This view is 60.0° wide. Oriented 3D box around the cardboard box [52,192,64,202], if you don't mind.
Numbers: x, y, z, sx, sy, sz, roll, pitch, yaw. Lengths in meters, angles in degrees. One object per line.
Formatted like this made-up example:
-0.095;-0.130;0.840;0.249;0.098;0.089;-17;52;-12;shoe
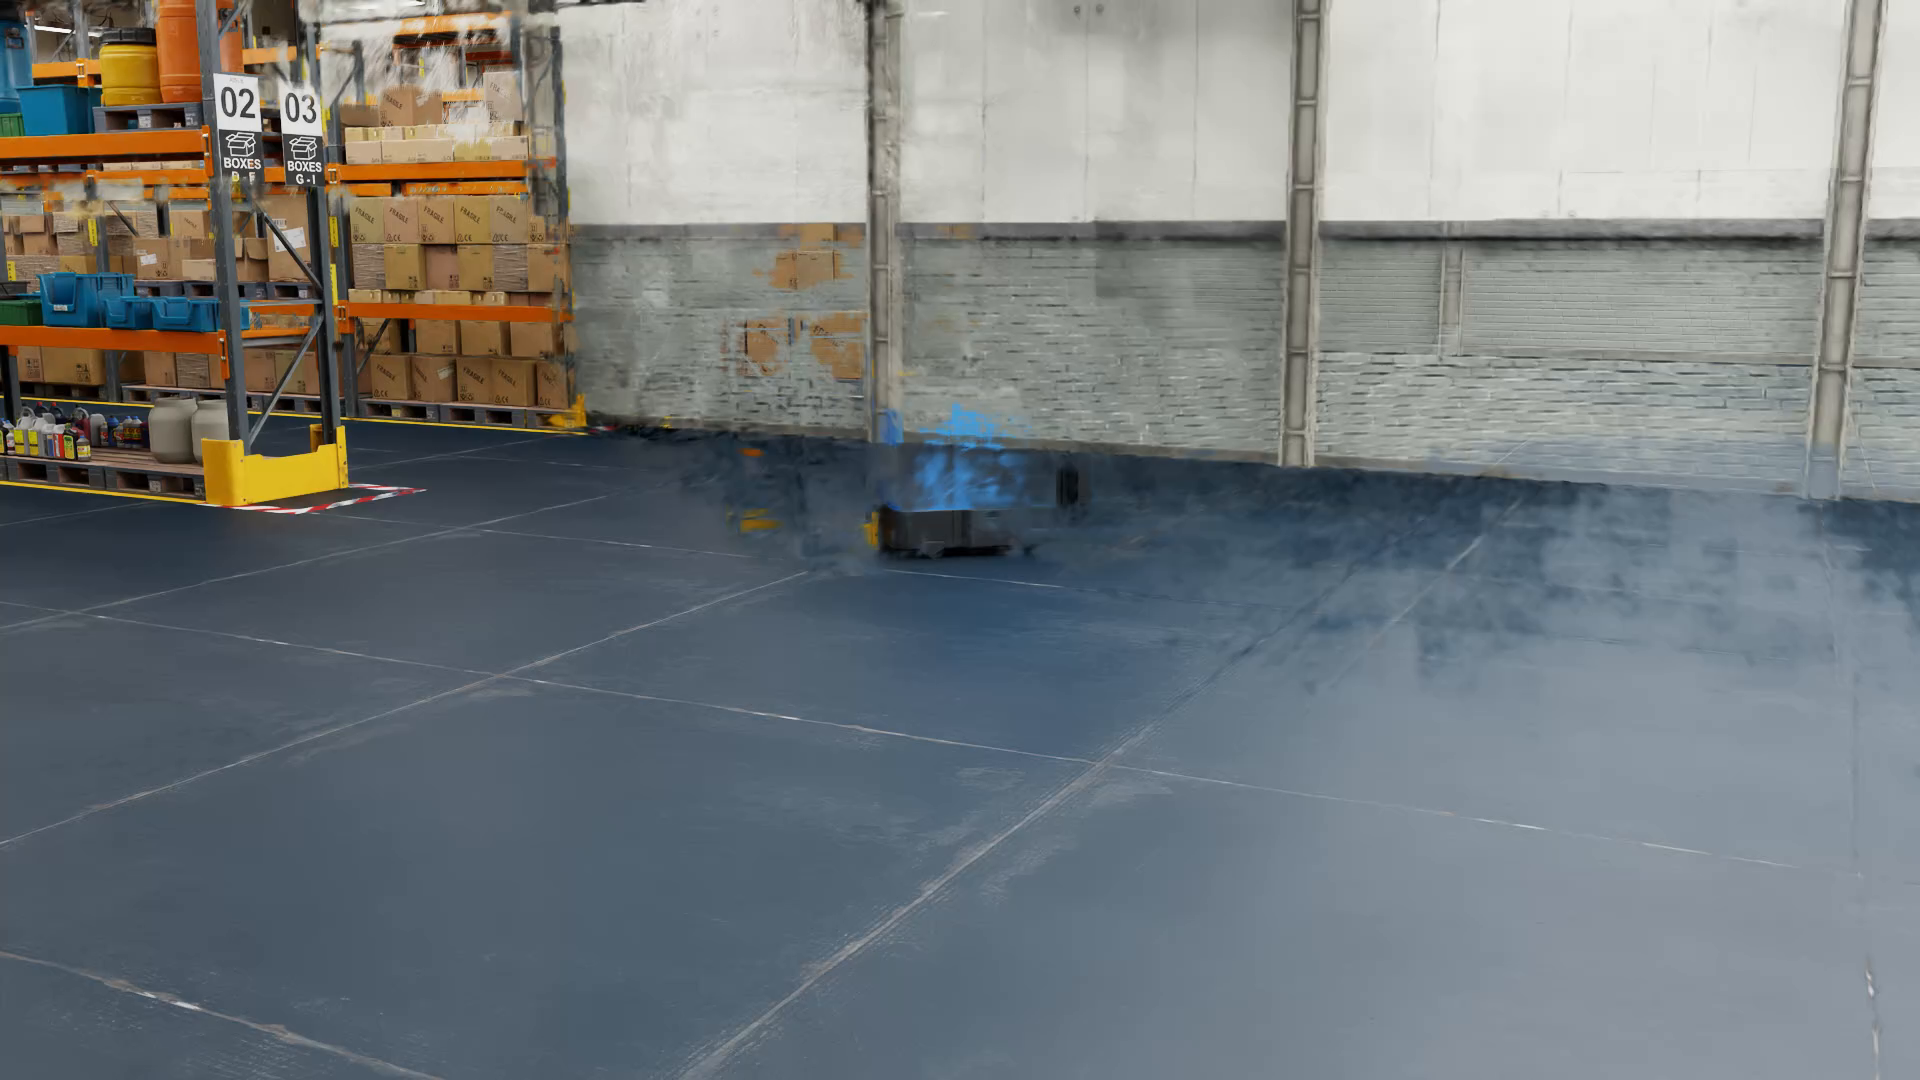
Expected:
-3.124;-6.528;28.291;0.500;0.250;0.500;5;11;25;cardboard box

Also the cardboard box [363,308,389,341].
0.624;-5.252;31.548;0.500;0.500;0.500;5;12;27;cardboard box

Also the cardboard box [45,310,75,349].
-2.055;-4.642;27.338;0.500;0.500;0.500;5;11;26;cardboard box

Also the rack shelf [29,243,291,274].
-0.532;-5.490;26.737;4.000;0.370;1.077;5;11;26;rack shelf

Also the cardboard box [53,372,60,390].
-6.491;-4.811;35.228;0.500;0.500;0.500;5;11;25;cardboard box

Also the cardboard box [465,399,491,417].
2.451;-3.884;30.809;0.500;0.250;0.500;5;11;26;cardboard box

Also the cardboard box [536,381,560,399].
3.124;-4.173;31.002;0.500;0.250;0.500;5;12;27;cardboard box

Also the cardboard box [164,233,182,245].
-0.085;-5.629;26.193;0.250;0.149;0.380;5;11;25;cardboard box

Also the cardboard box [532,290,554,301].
3.248;-5.578;30.692;0.250;0.149;0.380;5;11;25;cardboard box

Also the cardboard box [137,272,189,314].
-0.247;-4.968;26.332;0.500;0.500;0.700;5;11;25;cardboard box

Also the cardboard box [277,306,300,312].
-1.151;-5.528;32.367;0.500;0.250;0.500;5;11;24;cardboard box

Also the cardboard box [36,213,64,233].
-2.052;-5.995;27.097;0.500;0.250;0.500;5;11;25;cardboard box

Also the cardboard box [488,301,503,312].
2.777;-5.369;30.373;0.250;0.149;0.380;5;12;27;cardboard box

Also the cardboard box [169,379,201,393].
-0.155;-3.812;26.483;0.250;0.149;0.380;5;12;27;cardboard box

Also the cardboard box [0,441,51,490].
-1.434;-2.716;24.822;0.637;0.503;0.797;-2;11;-14;cardboard box

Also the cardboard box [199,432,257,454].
0.396;-3.086;26.401;0.500;0.250;0.500;5;11;26;cardboard box

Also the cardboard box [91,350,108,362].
-1.478;-4.273;27.121;0.250;0.149;0.380;5;12;28;cardboard box

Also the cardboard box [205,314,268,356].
0.653;-4.404;26.027;0.500;0.500;0.500;5;11;25;cardboard box

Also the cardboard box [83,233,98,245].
-1.467;-5.756;26.896;0.250;0.149;0.380;5;12;28;cardboard box

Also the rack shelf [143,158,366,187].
-1.926;-7.877;32.628;4.000;0.370;1.077;5;11;26;rack shelf

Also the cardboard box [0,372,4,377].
-8.257;-4.835;36.020;0.258;0.266;0.396;5;12;28;cardboard box

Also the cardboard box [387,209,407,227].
1.064;-6.818;30.977;0.258;0.266;0.396;5;11;24;cardboard box

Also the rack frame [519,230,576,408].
3.454;-5.003;30.451;0.127;3.000;1.000;5;11;26;rack frame

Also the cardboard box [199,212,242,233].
0.683;-5.756;25.774;0.500;0.250;0.500;5;11;25;cardboard box

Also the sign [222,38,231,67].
0.997;-7.612;24.956;0.005;0.325;0.100;5;11;26;sign

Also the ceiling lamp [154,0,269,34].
-0.981;-10.781;29.139;2.000;3.185;0.800;5;11;26;ceiling lamp

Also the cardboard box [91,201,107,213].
-1.240;-6.118;26.658;0.250;0.149;0.380;5;11;24;cardboard box

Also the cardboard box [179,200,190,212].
0.171;-6.006;26.037;0.250;0.149;0.380;5;11;26;cardboard box

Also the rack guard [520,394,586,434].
3.476;-3.771;30.663;0.348;0.500;1.175;5;11;26;rack guard

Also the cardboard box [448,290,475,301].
2.085;-5.577;30.687;0.250;0.149;0.380;5;12;27;cardboard box

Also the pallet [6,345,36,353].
-4.120;-4.596;28.743;1.213;0.211;1.003;5;11;26;pallet

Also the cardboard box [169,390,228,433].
-0.042;-3.495;26.552;0.500;0.500;0.500;6;12;28;cardboard box

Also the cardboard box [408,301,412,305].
1.172;-5.514;31.172;0.250;0.149;0.380;5;11;24;cardboard box

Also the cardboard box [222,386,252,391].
0.168;-3.583;27.038;0.500;0.500;0.500;5;11;24;cardboard box

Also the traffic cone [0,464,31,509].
-0.686;-2.432;23.367;0.334;0.463;0.336;5;11;26;traffic cone

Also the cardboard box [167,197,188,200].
-3.178;-7.318;33.081;0.500;0.500;0.500;5;11;26;cardboard box

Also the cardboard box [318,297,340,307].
-0.537;-5.678;32.078;0.250;0.149;0.380;5;12;28;cardboard box

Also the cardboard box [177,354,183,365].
-0.077;-4.166;26.529;0.250;0.149;0.380;5;11;27;cardboard box

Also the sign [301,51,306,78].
1.501;-7.747;25.923;0.005;0.325;0.100;5;11;26;sign

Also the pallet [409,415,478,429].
1.660;-3.781;31.527;1.213;0.211;1.003;5;11;26;pallet

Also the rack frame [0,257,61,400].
-7.307;-5.949;35.675;0.127;3.000;1.000;5;11;26;rack frame

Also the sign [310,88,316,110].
-0.362;-8.681;31.084;0.005;0.325;0.100;5;11;26;sign

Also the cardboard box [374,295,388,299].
0.714;-5.699;31.358;0.250;0.149;0.380;5;12;27;cardboard box

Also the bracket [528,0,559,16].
3.444;-9.836;30.200;0.430;0.232;0.235;5;11;26;bracket

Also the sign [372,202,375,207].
0.111;-7.176;32.362;0.005;0.325;0.100;5;11;26;sign

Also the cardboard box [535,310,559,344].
3.133;-5.136;30.903;0.500;0.500;0.500;5;12;28;cardboard box
